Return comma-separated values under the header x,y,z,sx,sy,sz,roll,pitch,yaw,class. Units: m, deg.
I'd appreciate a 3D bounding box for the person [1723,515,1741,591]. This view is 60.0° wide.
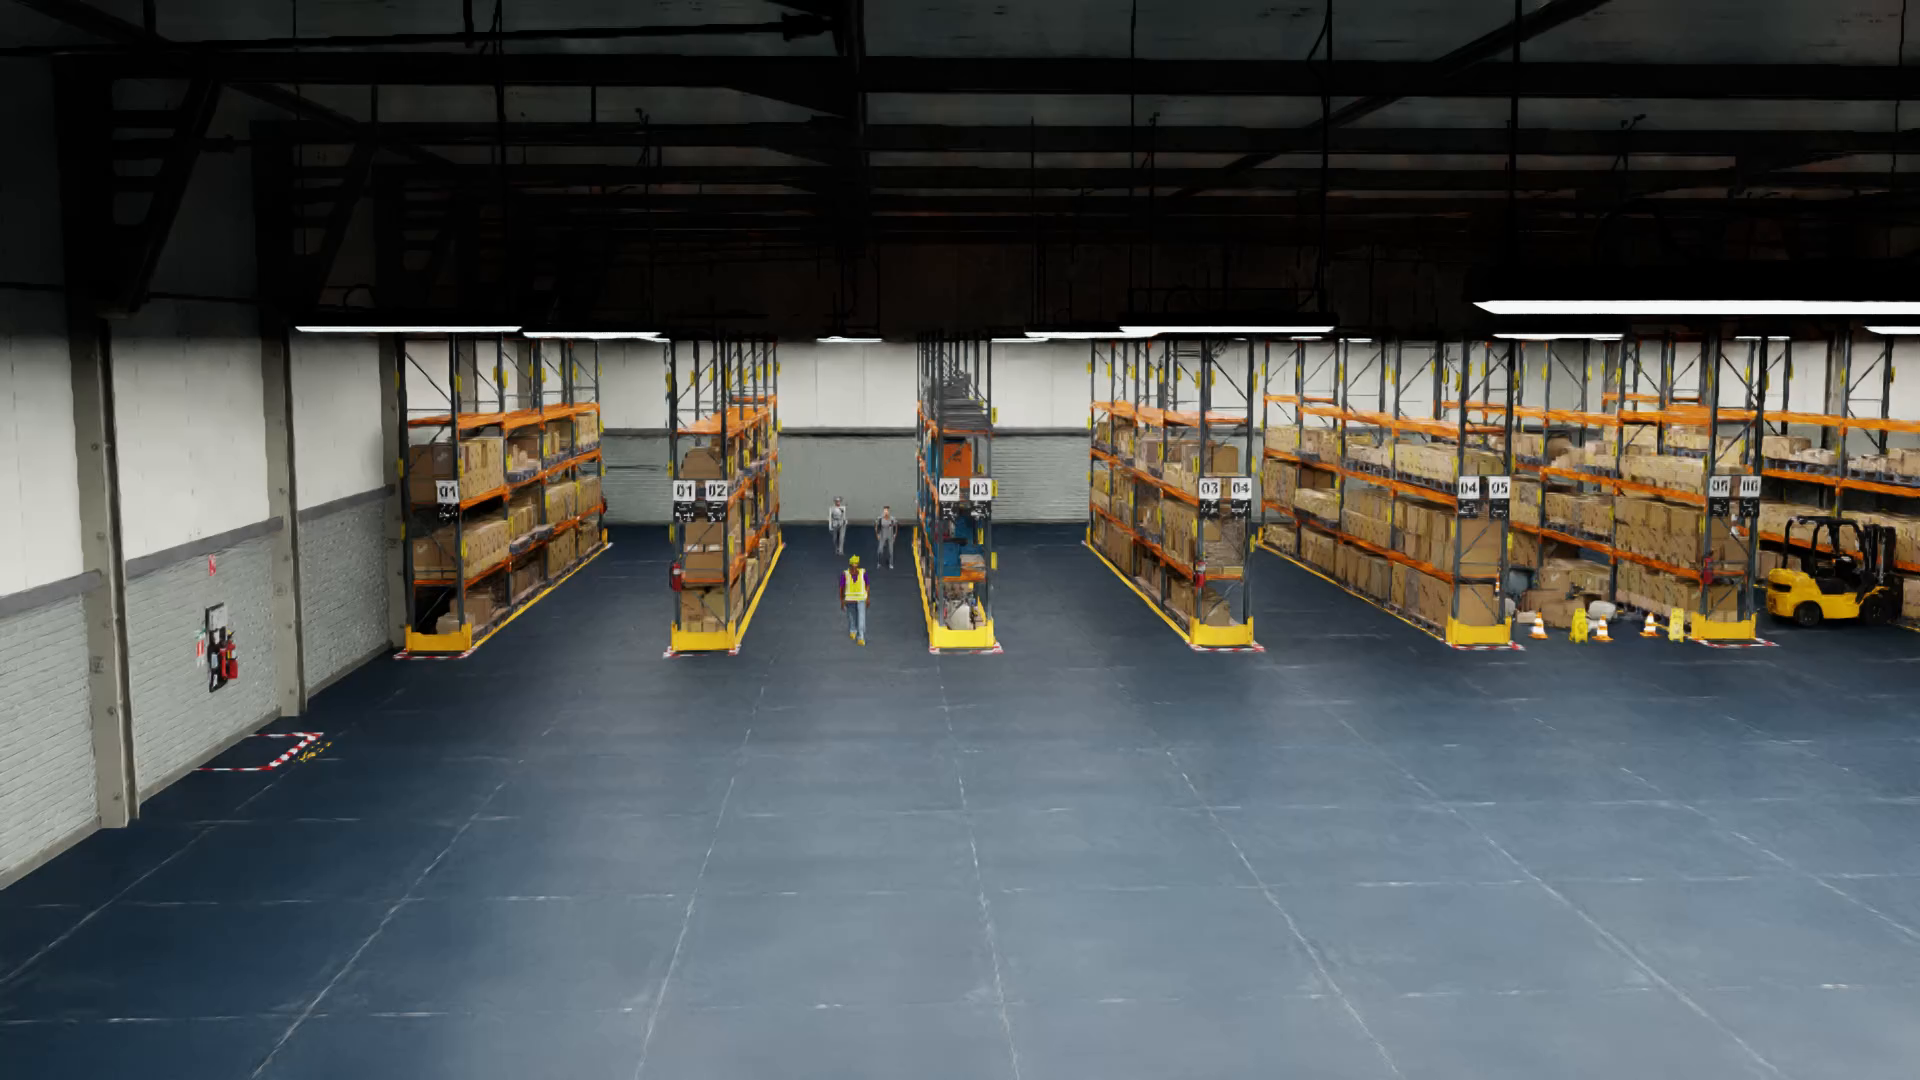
x,y,z,sx,sy,sz,roll,pitch,yaw,class
17.847,0.290,38.588,0.587,1.763,0.677,3,7,22,person

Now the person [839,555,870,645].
x,y,z,sx,sy,sz,roll,pitch,yaw,class
-2.023,1.125,31.853,0.577,1.691,1.121,0,7,-1,person

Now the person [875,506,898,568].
x,y,z,sx,sy,sz,roll,pitch,yaw,class
-1.887,-0.031,42.566,0.580,1.510,0.507,-1,7,-5,person

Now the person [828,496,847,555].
x,y,z,sx,sy,sz,roll,pitch,yaw,class
-3.331,-0.413,45.232,0.495,1.589,1.086,0,7,-1,person
